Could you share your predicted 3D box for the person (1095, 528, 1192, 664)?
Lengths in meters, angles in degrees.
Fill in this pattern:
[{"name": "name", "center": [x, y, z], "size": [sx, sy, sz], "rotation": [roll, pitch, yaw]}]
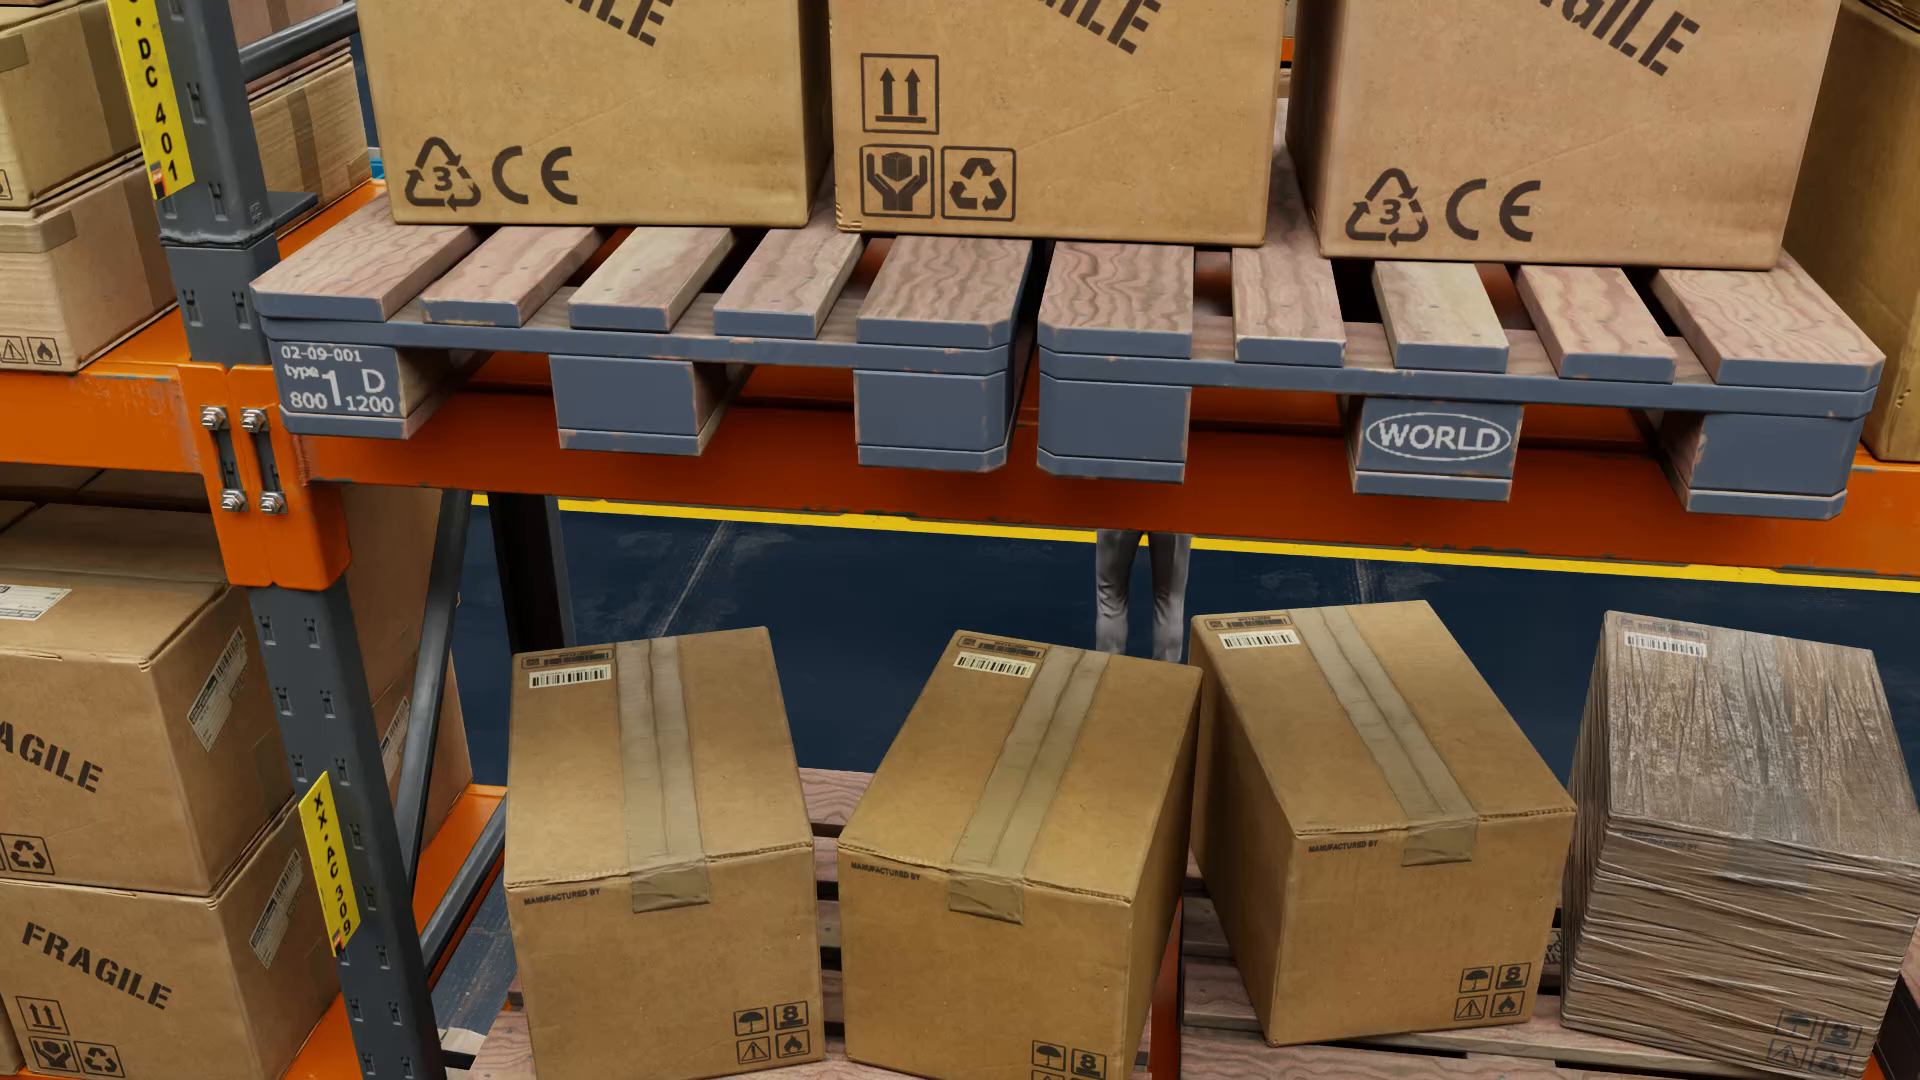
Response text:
[{"name": "person", "center": [0.710, -0.148, 6.369], "size": [0.460, 1.686, 0.557], "rotation": [4, 29, 7]}]
